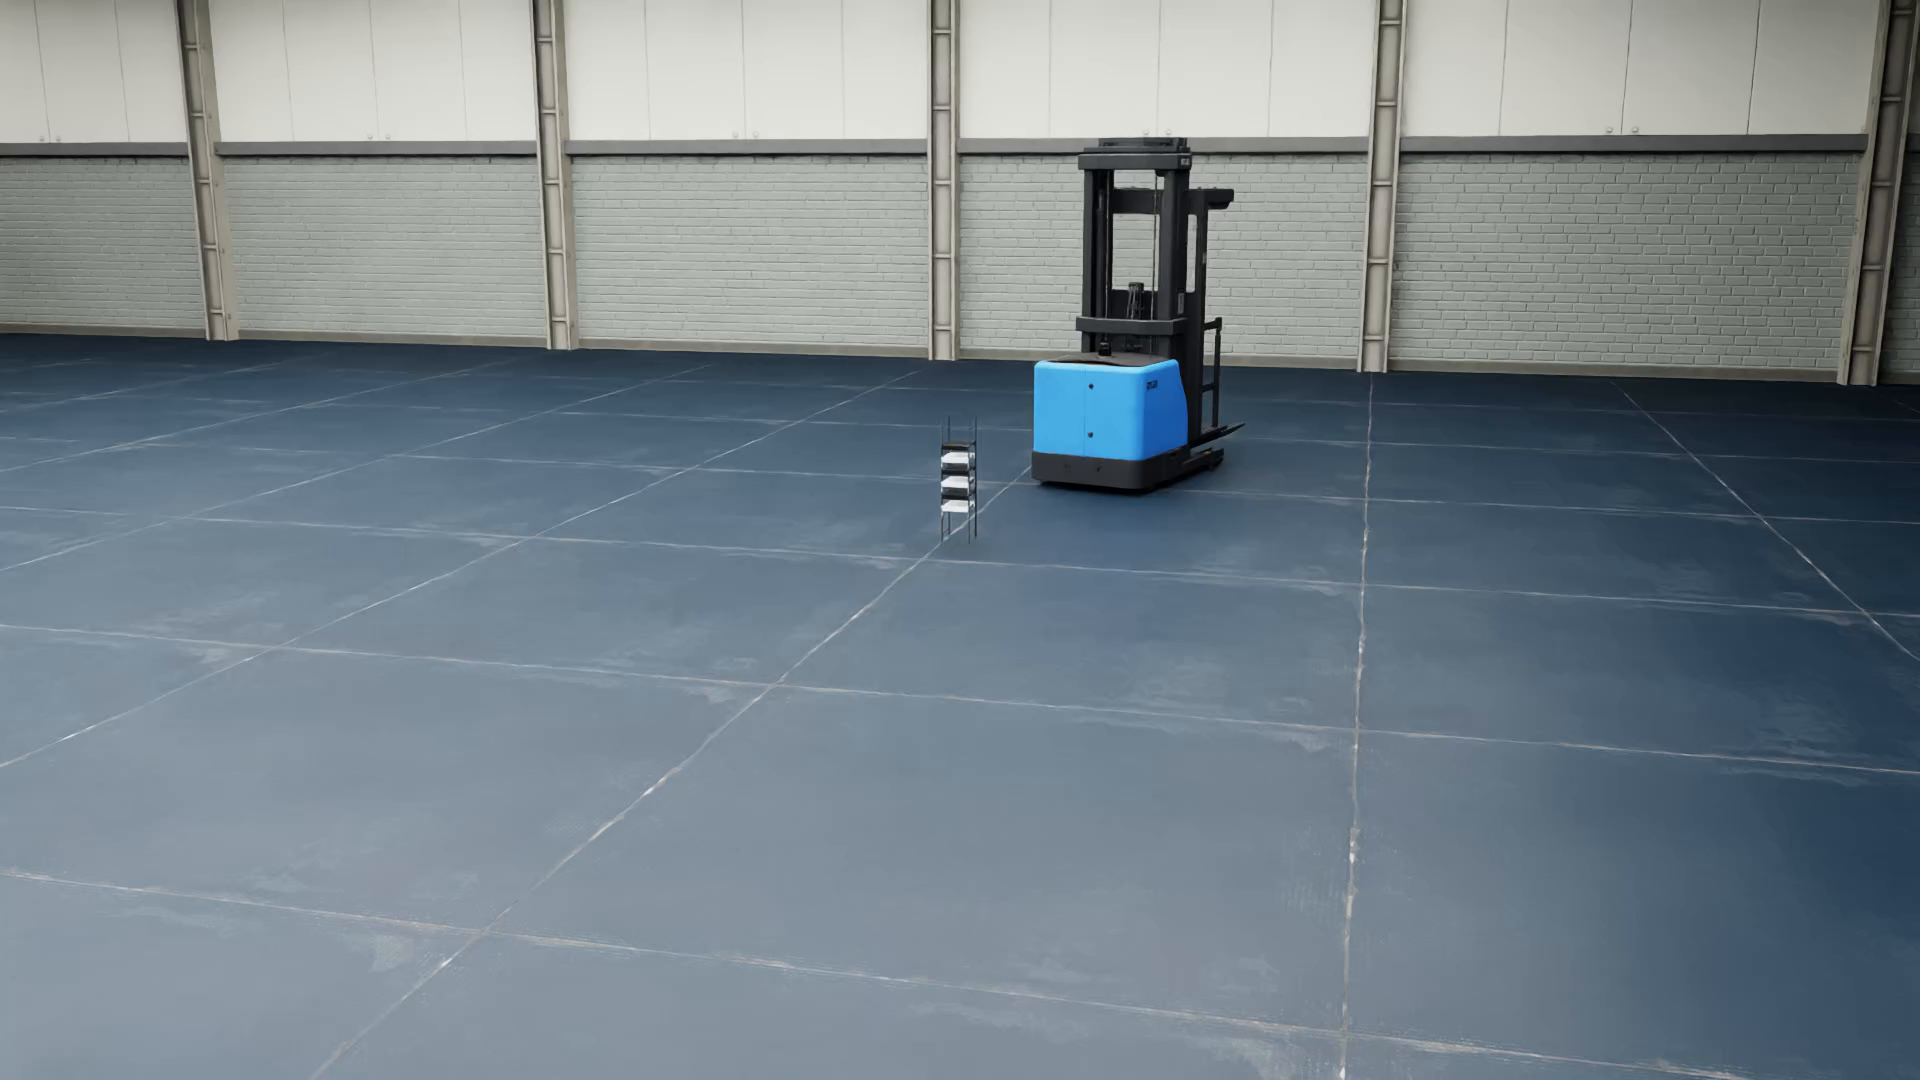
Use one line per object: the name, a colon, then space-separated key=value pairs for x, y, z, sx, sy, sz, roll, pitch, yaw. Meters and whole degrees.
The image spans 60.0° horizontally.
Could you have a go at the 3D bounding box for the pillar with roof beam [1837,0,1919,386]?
pillar with roof beam: x=10.392 y=-5.476 z=16.140 sx=0.400 sy=9.000 sz=9.100 roll=3 pitch=13 yaw=14

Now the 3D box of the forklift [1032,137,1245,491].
forklift: x=1.776 y=-2.117 z=15.007 sx=1.130 sy=2.935 sz=3.031 roll=7 pitch=14 yaw=29

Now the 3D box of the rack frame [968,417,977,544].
rack frame: x=0.091 y=-0.434 z=12.114 sx=0.006 sy=0.900 sz=0.240 roll=3 pitch=13 yaw=14

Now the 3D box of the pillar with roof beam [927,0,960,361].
pillar with roof beam: x=-1.259 y=-6.099 z=18.947 sx=0.400 sy=9.000 sz=9.100 roll=3 pitch=13 yaw=14

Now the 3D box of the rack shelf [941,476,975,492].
rack shelf: x=-0.008 y=-0.407 z=12.145 sx=0.200 sy=0.077 sz=0.258 roll=3 pitch=13 yaw=14

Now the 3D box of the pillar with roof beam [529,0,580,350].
pillar with roof beam: x=-7.084 y=-6.410 z=20.350 sx=0.400 sy=9.000 sz=9.100 roll=3 pitch=13 yaw=14

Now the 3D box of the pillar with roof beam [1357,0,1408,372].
pillar with roof beam: x=4.567 y=-5.787 z=17.543 sx=0.400 sy=9.000 sz=9.100 roll=3 pitch=13 yaw=14

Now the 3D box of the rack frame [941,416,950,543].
rack frame: x=-0.107 y=-0.445 z=12.162 sx=0.006 sy=0.900 sz=0.240 roll=3 pitch=13 yaw=14

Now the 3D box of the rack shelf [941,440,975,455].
rack shelf: x=-0.008 y=-0.671 z=12.087 sx=0.200 sy=0.077 sz=0.258 roll=3 pitch=13 yaw=14

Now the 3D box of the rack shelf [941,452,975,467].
rack shelf: x=-0.008 y=-0.583 z=12.106 sx=0.200 sy=0.077 sz=0.258 roll=3 pitch=13 yaw=14

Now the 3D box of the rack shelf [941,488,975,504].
rack shelf: x=-0.008 y=-0.319 z=12.165 sx=0.200 sy=0.077 sz=0.258 roll=3 pitch=13 yaw=14

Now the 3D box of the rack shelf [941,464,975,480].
rack shelf: x=-0.008 y=-0.495 z=12.126 sx=0.200 sy=0.077 sz=0.258 roll=3 pitch=13 yaw=14

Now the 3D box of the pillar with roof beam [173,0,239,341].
pillar with roof beam: x=-12.909 y=-6.721 z=21.753 sx=0.400 sy=9.000 sz=9.100 roll=3 pitch=13 yaw=14

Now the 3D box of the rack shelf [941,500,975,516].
rack shelf: x=-0.008 y=-0.231 z=12.184 sx=0.200 sy=0.077 sz=0.258 roll=3 pitch=13 yaw=14

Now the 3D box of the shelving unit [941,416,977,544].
shelving unit: x=-0.008 y=-0.440 z=12.138 sx=0.210 sy=0.900 sz=0.258 roll=3 pitch=13 yaw=14
